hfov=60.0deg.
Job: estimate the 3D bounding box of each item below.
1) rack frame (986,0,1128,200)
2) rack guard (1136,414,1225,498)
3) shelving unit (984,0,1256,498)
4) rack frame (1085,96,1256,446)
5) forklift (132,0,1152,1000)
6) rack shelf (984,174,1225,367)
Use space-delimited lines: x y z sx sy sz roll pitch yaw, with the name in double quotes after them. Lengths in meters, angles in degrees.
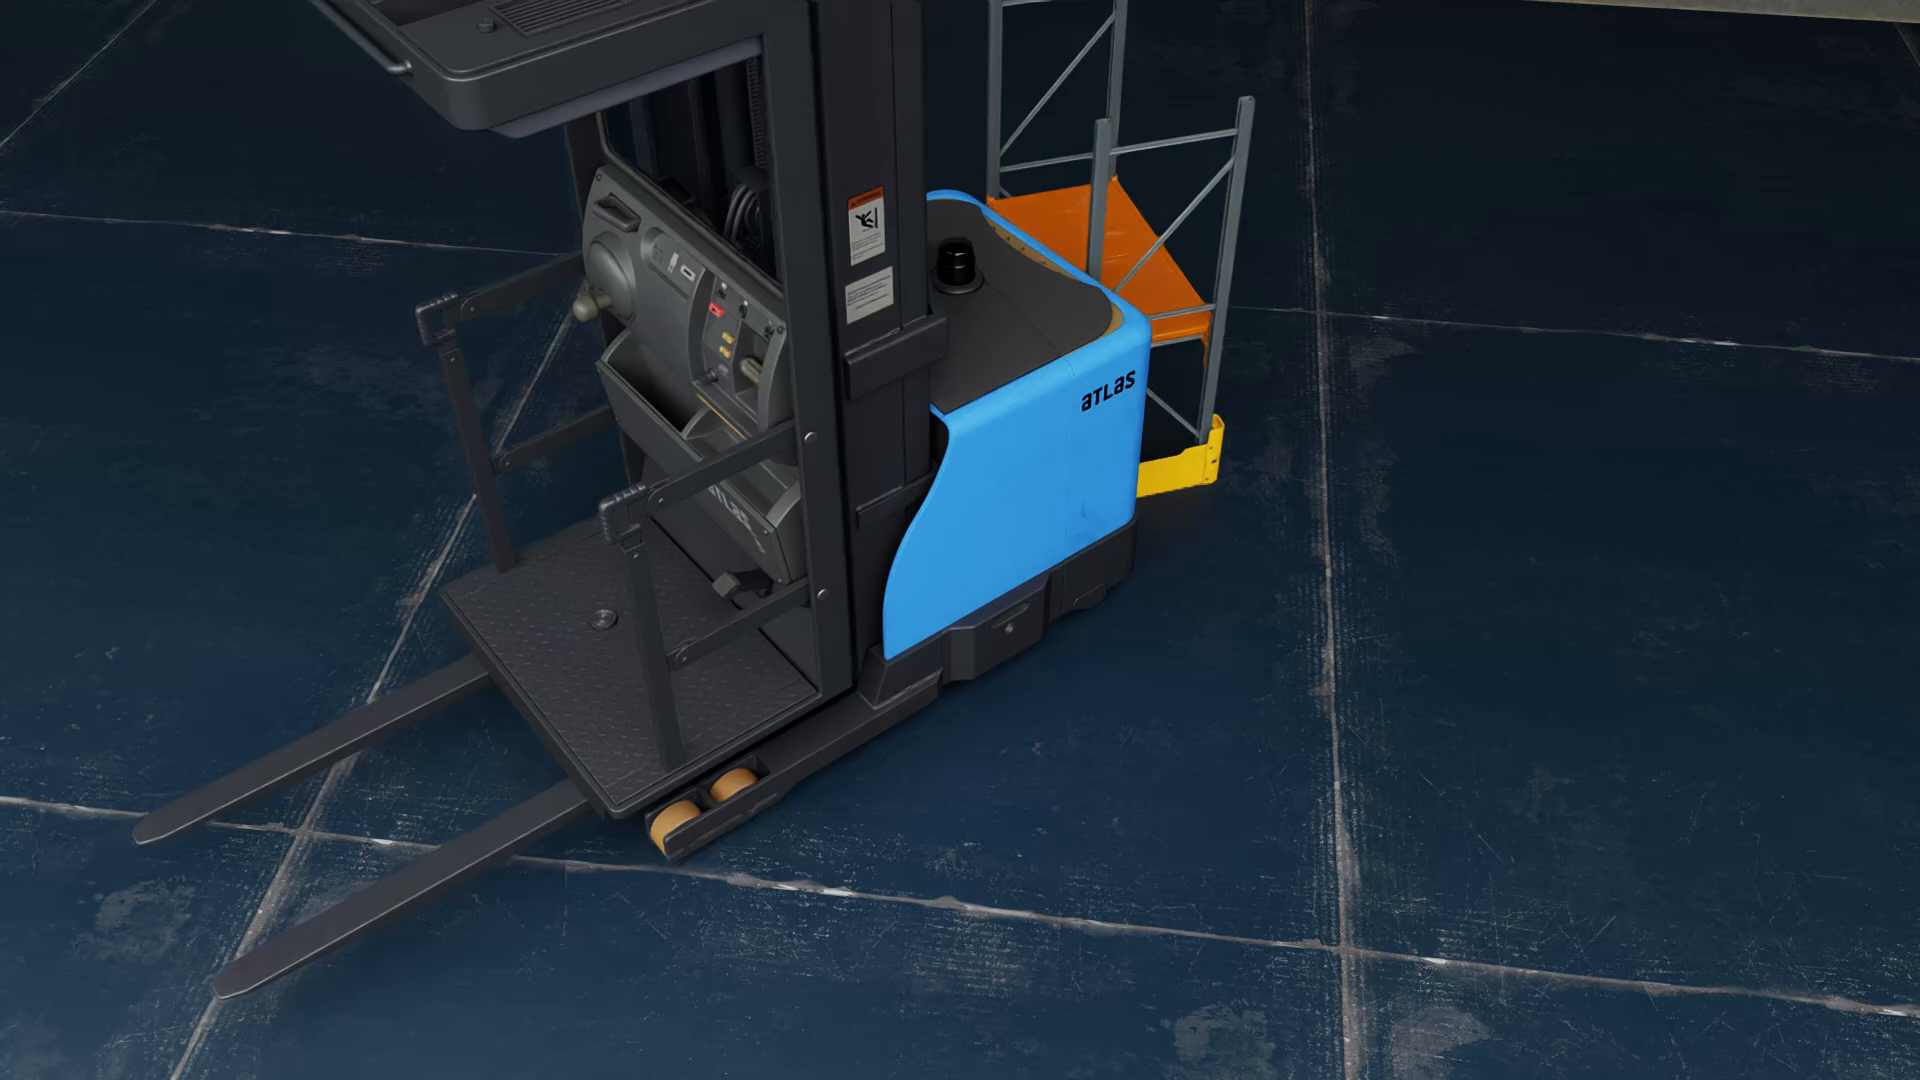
0.339 -1.393 6.130 0.500 1.500 0.032 -12 45 -12 "rack frame"
0.637 -0.272 5.855 0.587 0.250 0.087 -12 45 -12 "rack guard"
0.491 -1.053 5.771 0.587 1.500 1.083 -12 45 -12 "shelving unit"
0.637 -0.725 5.425 0.500 1.500 0.032 -12 45 -12 "rack frame"
-0.888 -0.565 4.215 3.031 2.935 1.130 -28 50 -27 "forklift"
0.488 -0.928 5.901 0.538 0.185 1.000 -12 45 -12 "rack shelf"
